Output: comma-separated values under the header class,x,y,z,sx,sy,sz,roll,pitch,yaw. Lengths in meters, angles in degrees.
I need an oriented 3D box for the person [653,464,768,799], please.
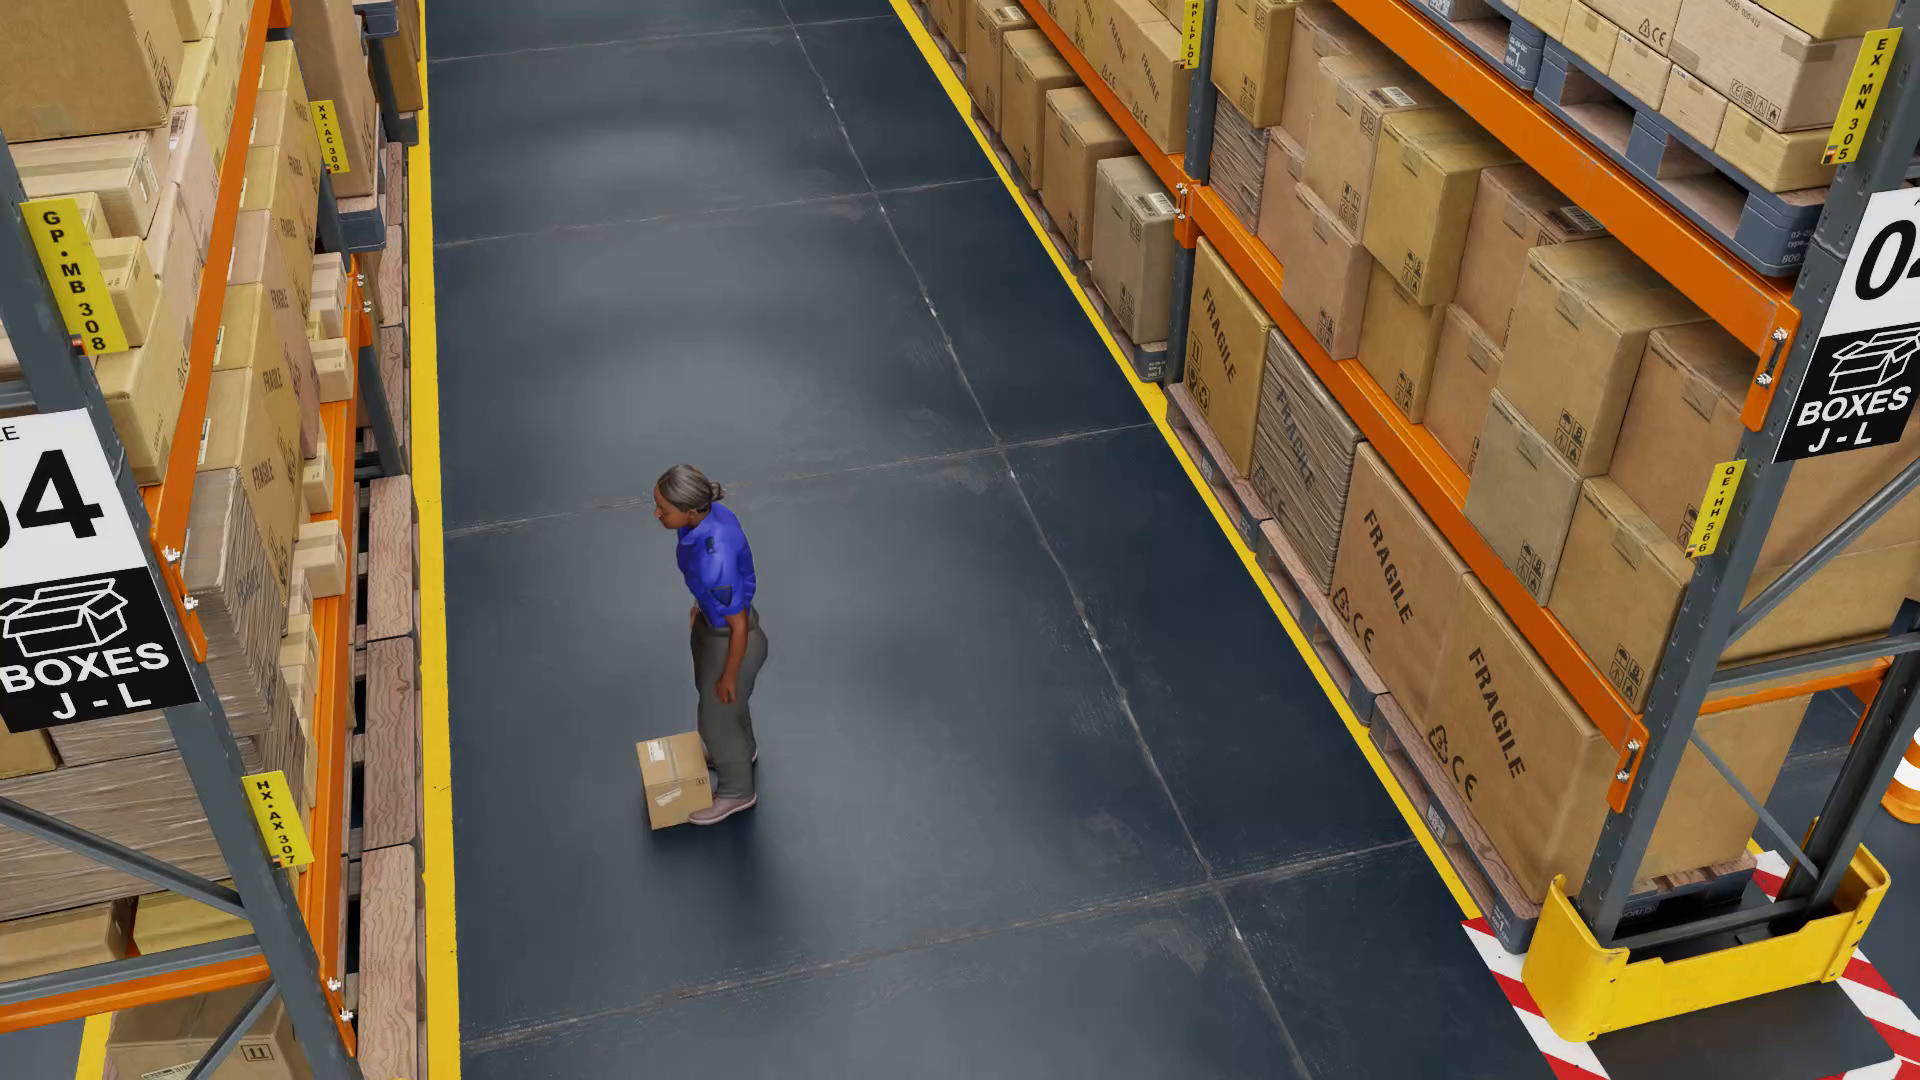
class,x,y,z,sx,sy,sz,roll,pitch,yaw
person,-0.907,0.349,6.222,0.351,1.586,0.500,-12,40,-14
